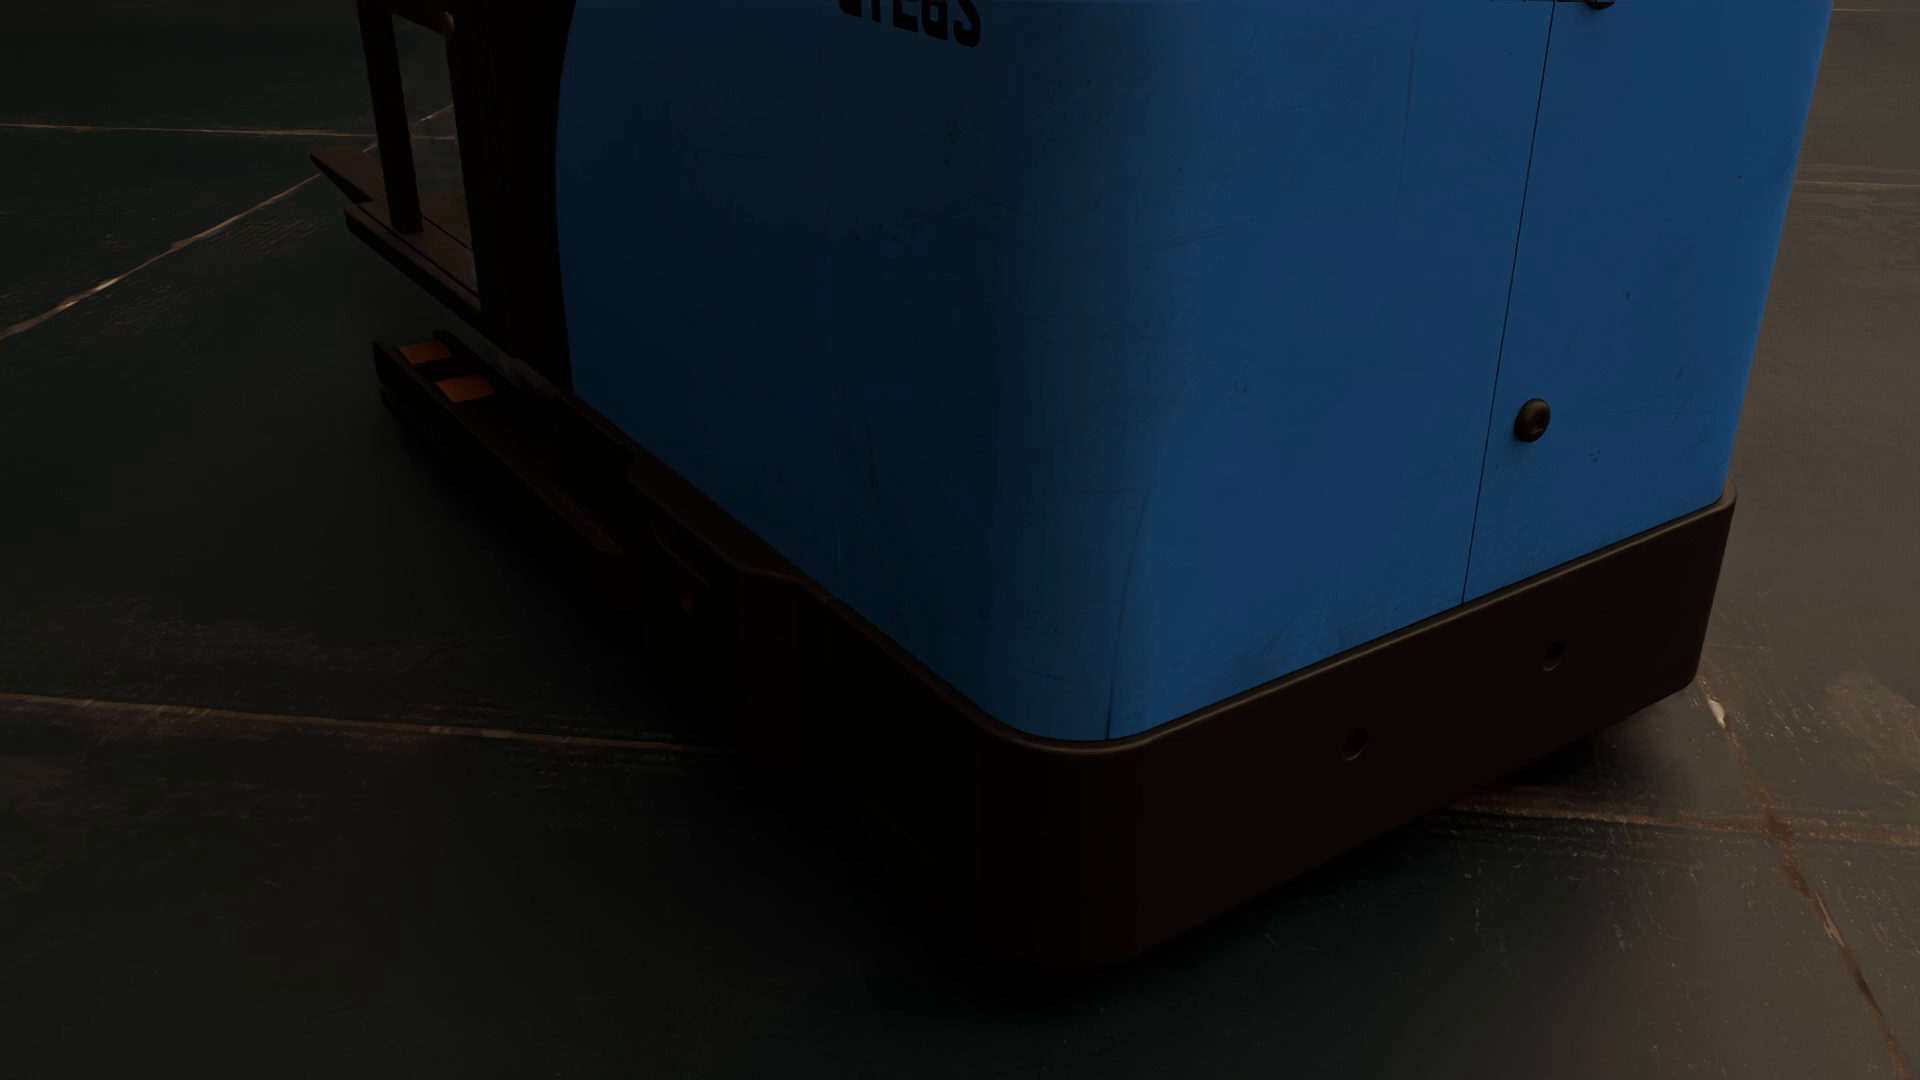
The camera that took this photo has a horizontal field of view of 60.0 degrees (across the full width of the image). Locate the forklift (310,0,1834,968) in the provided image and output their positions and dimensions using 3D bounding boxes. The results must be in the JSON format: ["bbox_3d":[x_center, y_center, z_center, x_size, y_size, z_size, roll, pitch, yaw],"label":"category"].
[{"bbox_3d":[-0.341,-1.521,2.266,1.130,2.935,3.031,-17,31,-30],"label":"forklift"}]
